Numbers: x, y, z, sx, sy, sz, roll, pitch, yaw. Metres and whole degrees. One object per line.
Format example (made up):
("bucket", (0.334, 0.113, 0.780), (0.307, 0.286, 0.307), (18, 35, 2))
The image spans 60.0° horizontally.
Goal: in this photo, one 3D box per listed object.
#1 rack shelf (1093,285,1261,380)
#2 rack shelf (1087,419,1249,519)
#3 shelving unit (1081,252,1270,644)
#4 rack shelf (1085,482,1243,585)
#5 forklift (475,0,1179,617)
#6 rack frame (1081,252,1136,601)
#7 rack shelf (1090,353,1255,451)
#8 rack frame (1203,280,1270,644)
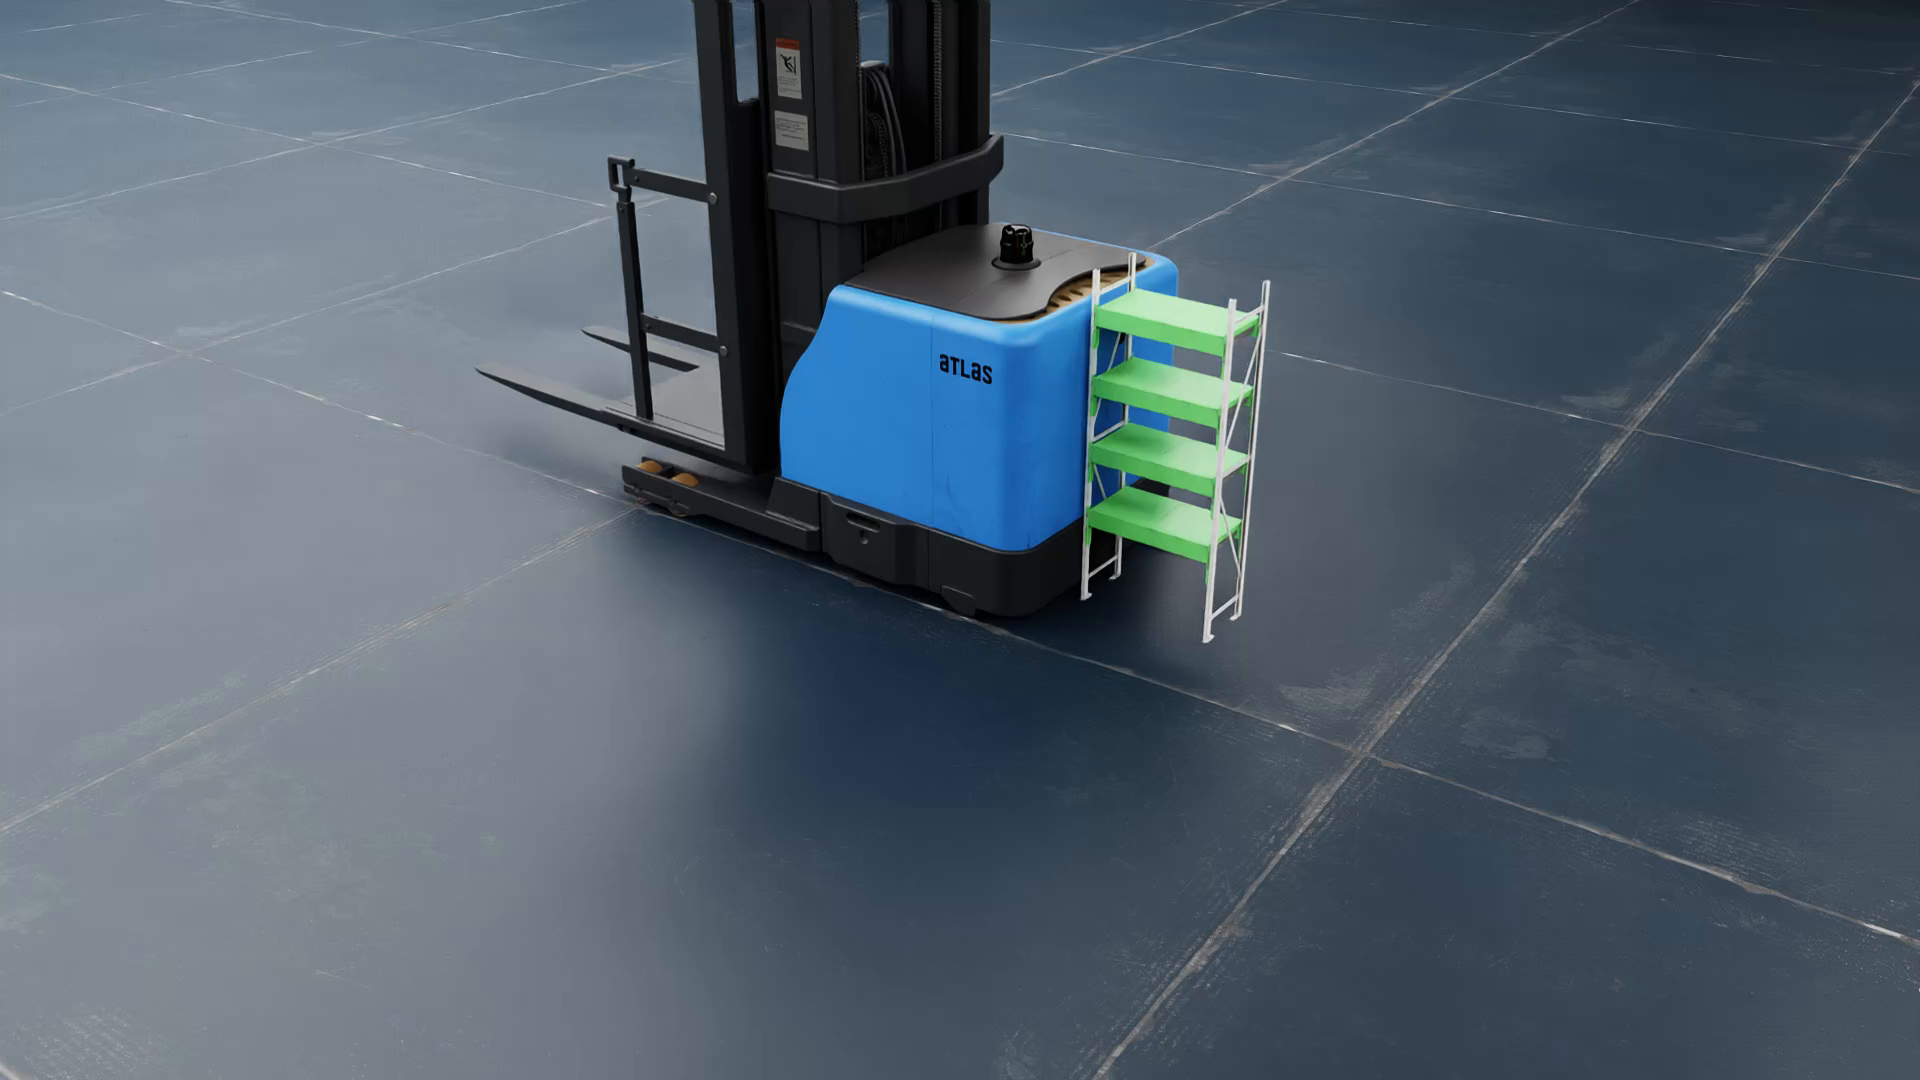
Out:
("rack shelf", (0.696, -0.670, 5.326), (0.480, 0.148, 0.258), (19, 32, 32))
("rack shelf", (0.696, -0.242, 5.544), (0.480, 0.148, 0.258), (19, 32, 32))
("shelving unit", (0.696, -0.299, 5.515), (0.503, 1.200, 0.258), (19, 32, 32))
("rack shelf", (0.696, -0.028, 5.653), (0.480, 0.148, 0.258), (19, 32, 32))
("forklift", (-0.701, -1.567, 6.097), (3.031, 2.935, 1.130), (19, 32, 32))
("rack frame", (0.501, -0.366, 5.646), (0.015, 1.200, 0.240), (19, 32, 32))
("rack shelf", (0.696, -0.456, 5.435), (0.480, 0.148, 0.258), (19, 32, 32))
("rack frame", (0.892, -0.233, 5.385), (0.015, 1.200, 0.240), (19, 32, 32))
